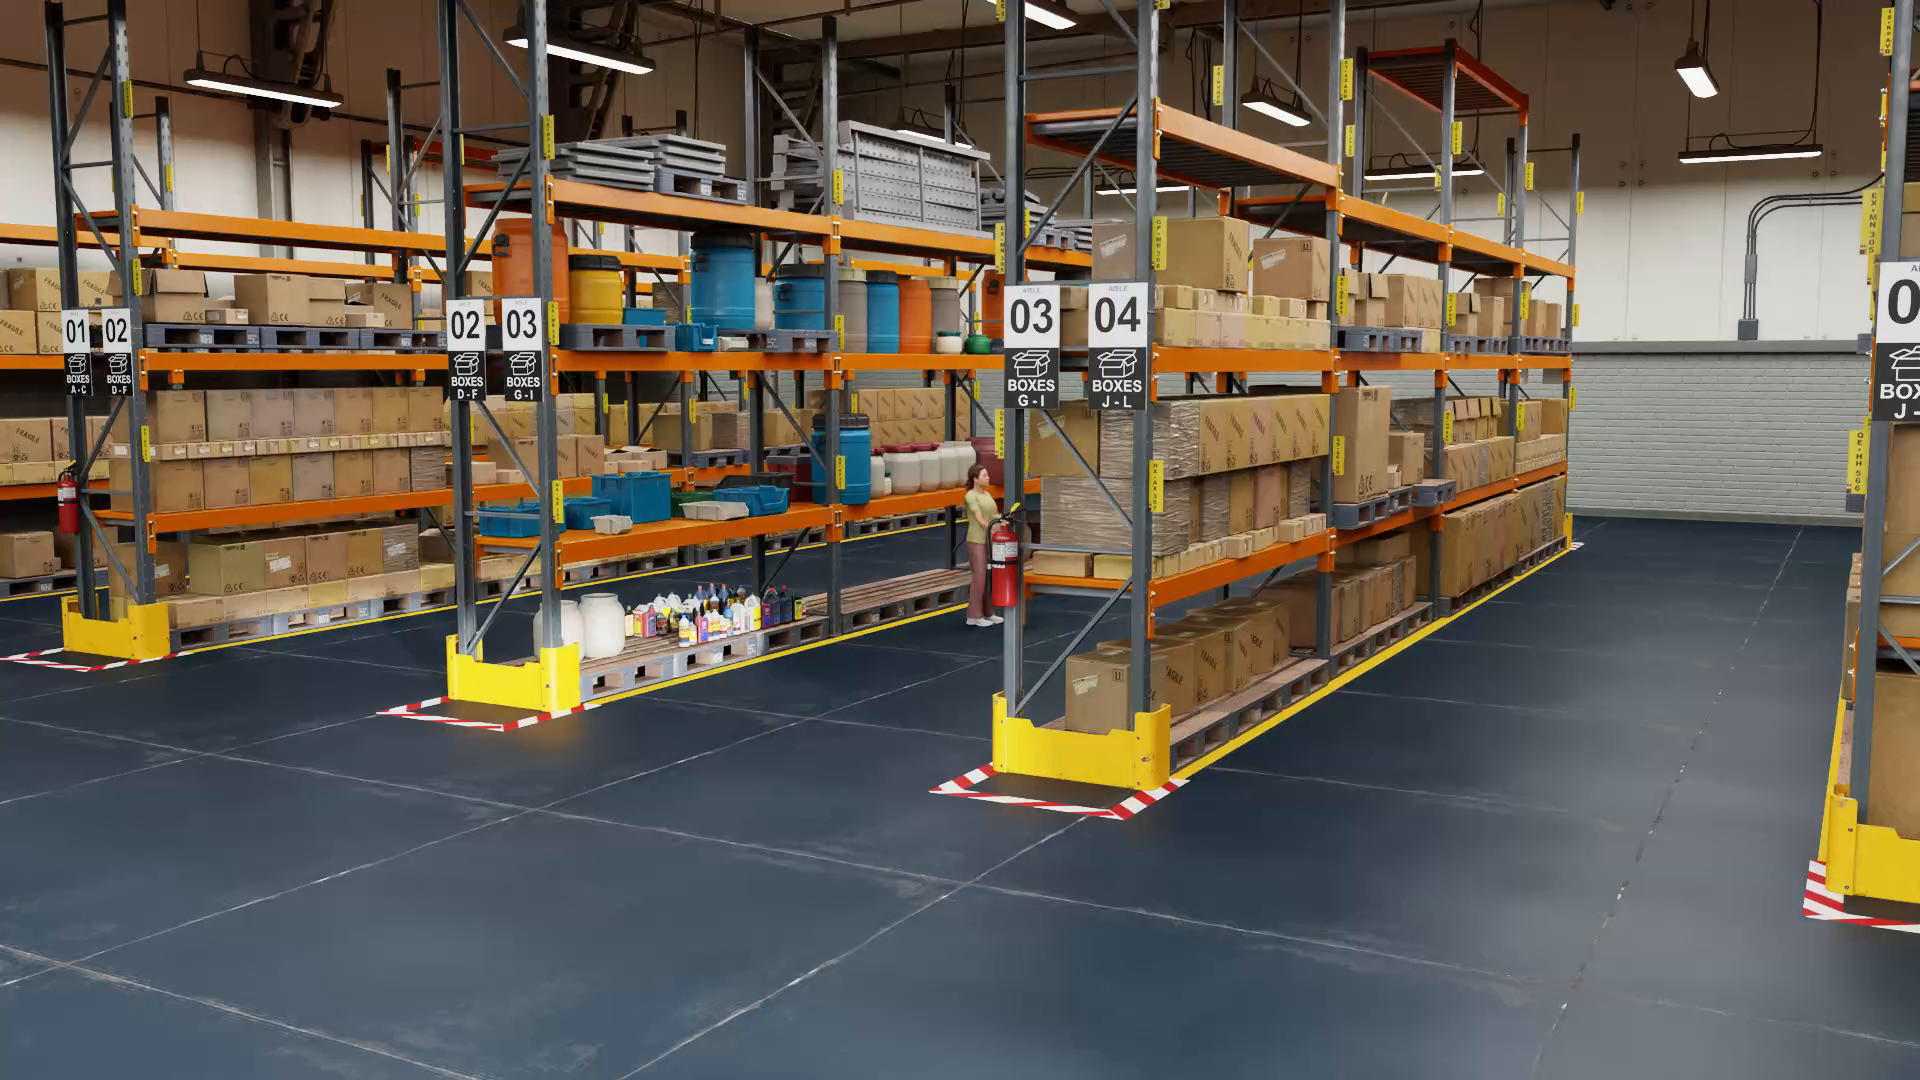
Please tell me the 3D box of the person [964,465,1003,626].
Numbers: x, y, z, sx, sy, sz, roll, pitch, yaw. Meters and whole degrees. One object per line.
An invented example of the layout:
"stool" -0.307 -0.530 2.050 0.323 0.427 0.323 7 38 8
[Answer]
"person" 0.290 0.053 17.242 0.559 1.663 0.425 3 7 30
